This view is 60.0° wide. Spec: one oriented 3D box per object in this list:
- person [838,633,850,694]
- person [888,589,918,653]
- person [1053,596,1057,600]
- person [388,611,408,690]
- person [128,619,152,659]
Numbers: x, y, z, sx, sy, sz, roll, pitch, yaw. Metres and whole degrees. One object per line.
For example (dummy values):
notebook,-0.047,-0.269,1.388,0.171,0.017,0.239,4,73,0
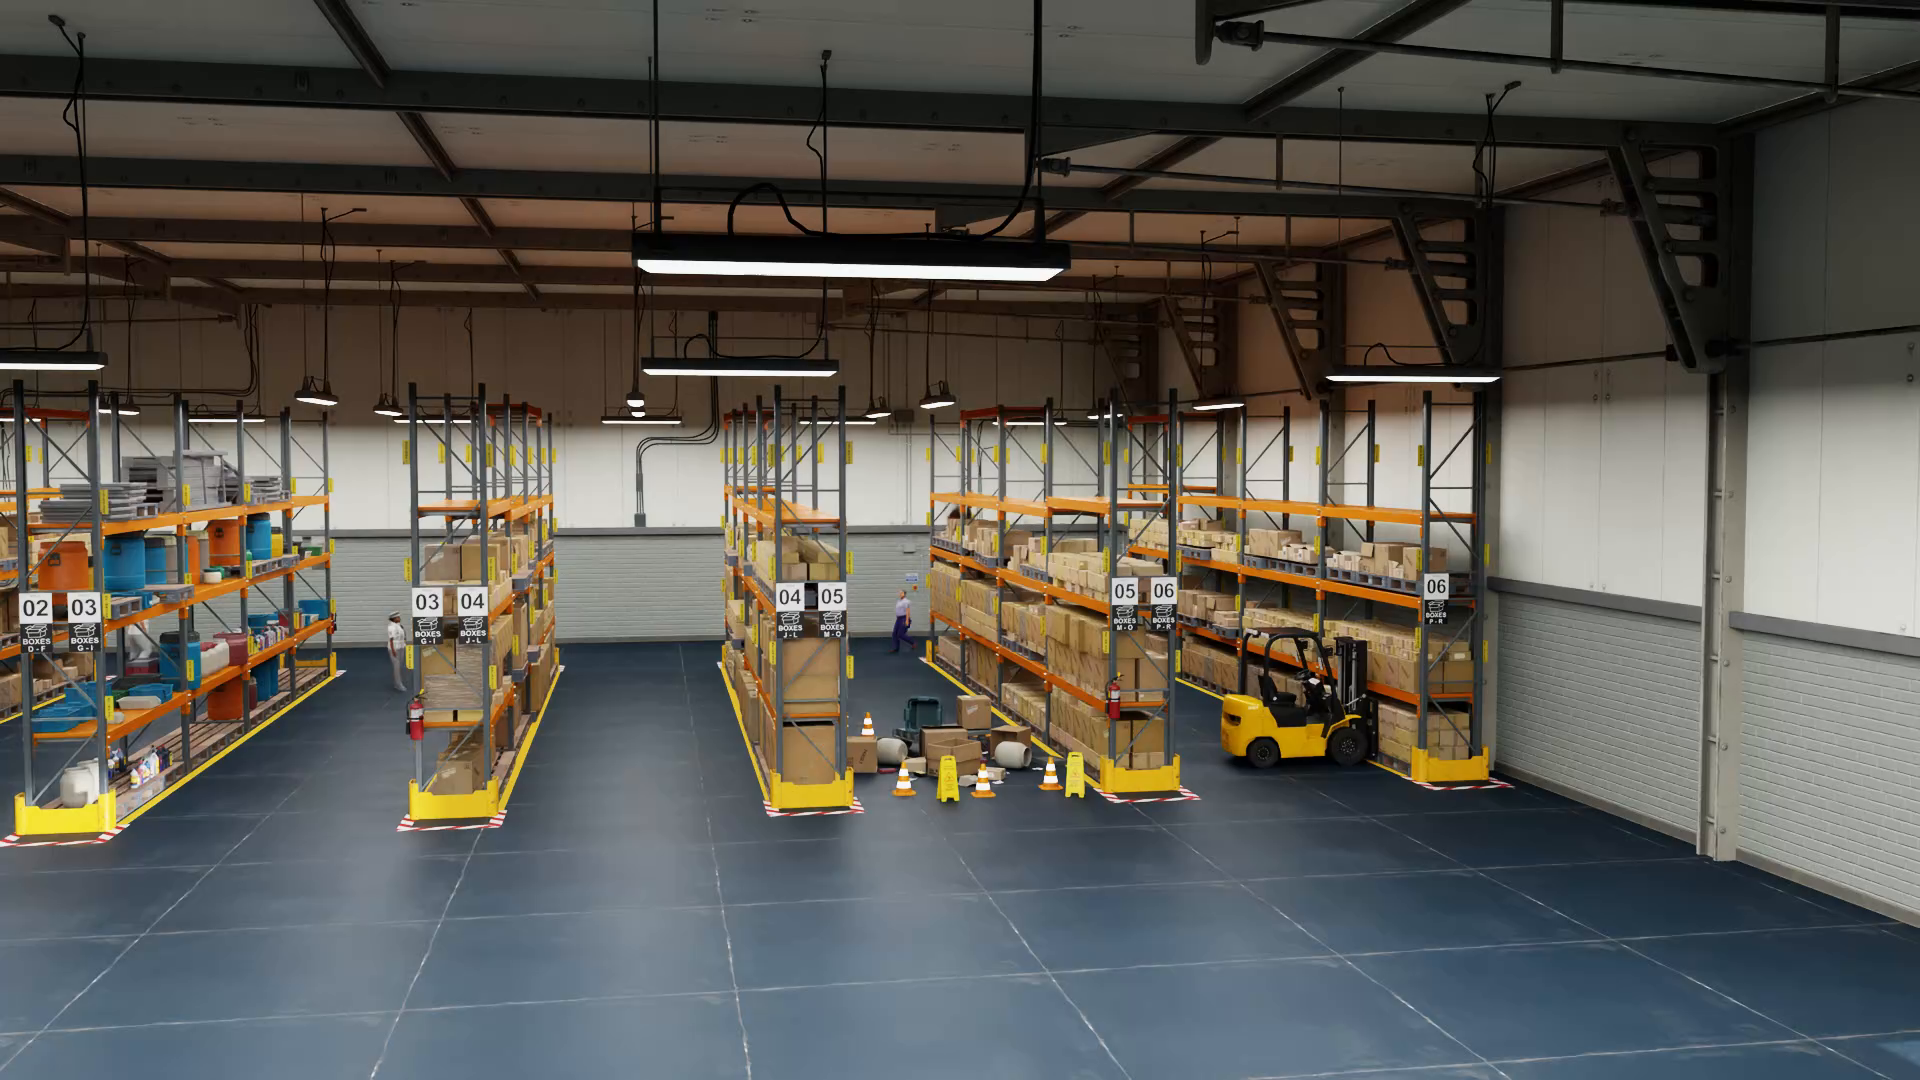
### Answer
person,-2.541,2.391,34.734,0.516,1.654,0.477,0,3,-7
person,-1.438,2.054,42.100,0.717,1.612,0.576,-1,3,-20
person,2.033,2.000,38.070,0.532,1.546,0.876,-1,3,-14
person,-12.017,2.370,35.747,0.570,1.684,0.472,1,3,20
person,-18.799,2.191,37.995,0.657,1.764,0.442,2,4,40
